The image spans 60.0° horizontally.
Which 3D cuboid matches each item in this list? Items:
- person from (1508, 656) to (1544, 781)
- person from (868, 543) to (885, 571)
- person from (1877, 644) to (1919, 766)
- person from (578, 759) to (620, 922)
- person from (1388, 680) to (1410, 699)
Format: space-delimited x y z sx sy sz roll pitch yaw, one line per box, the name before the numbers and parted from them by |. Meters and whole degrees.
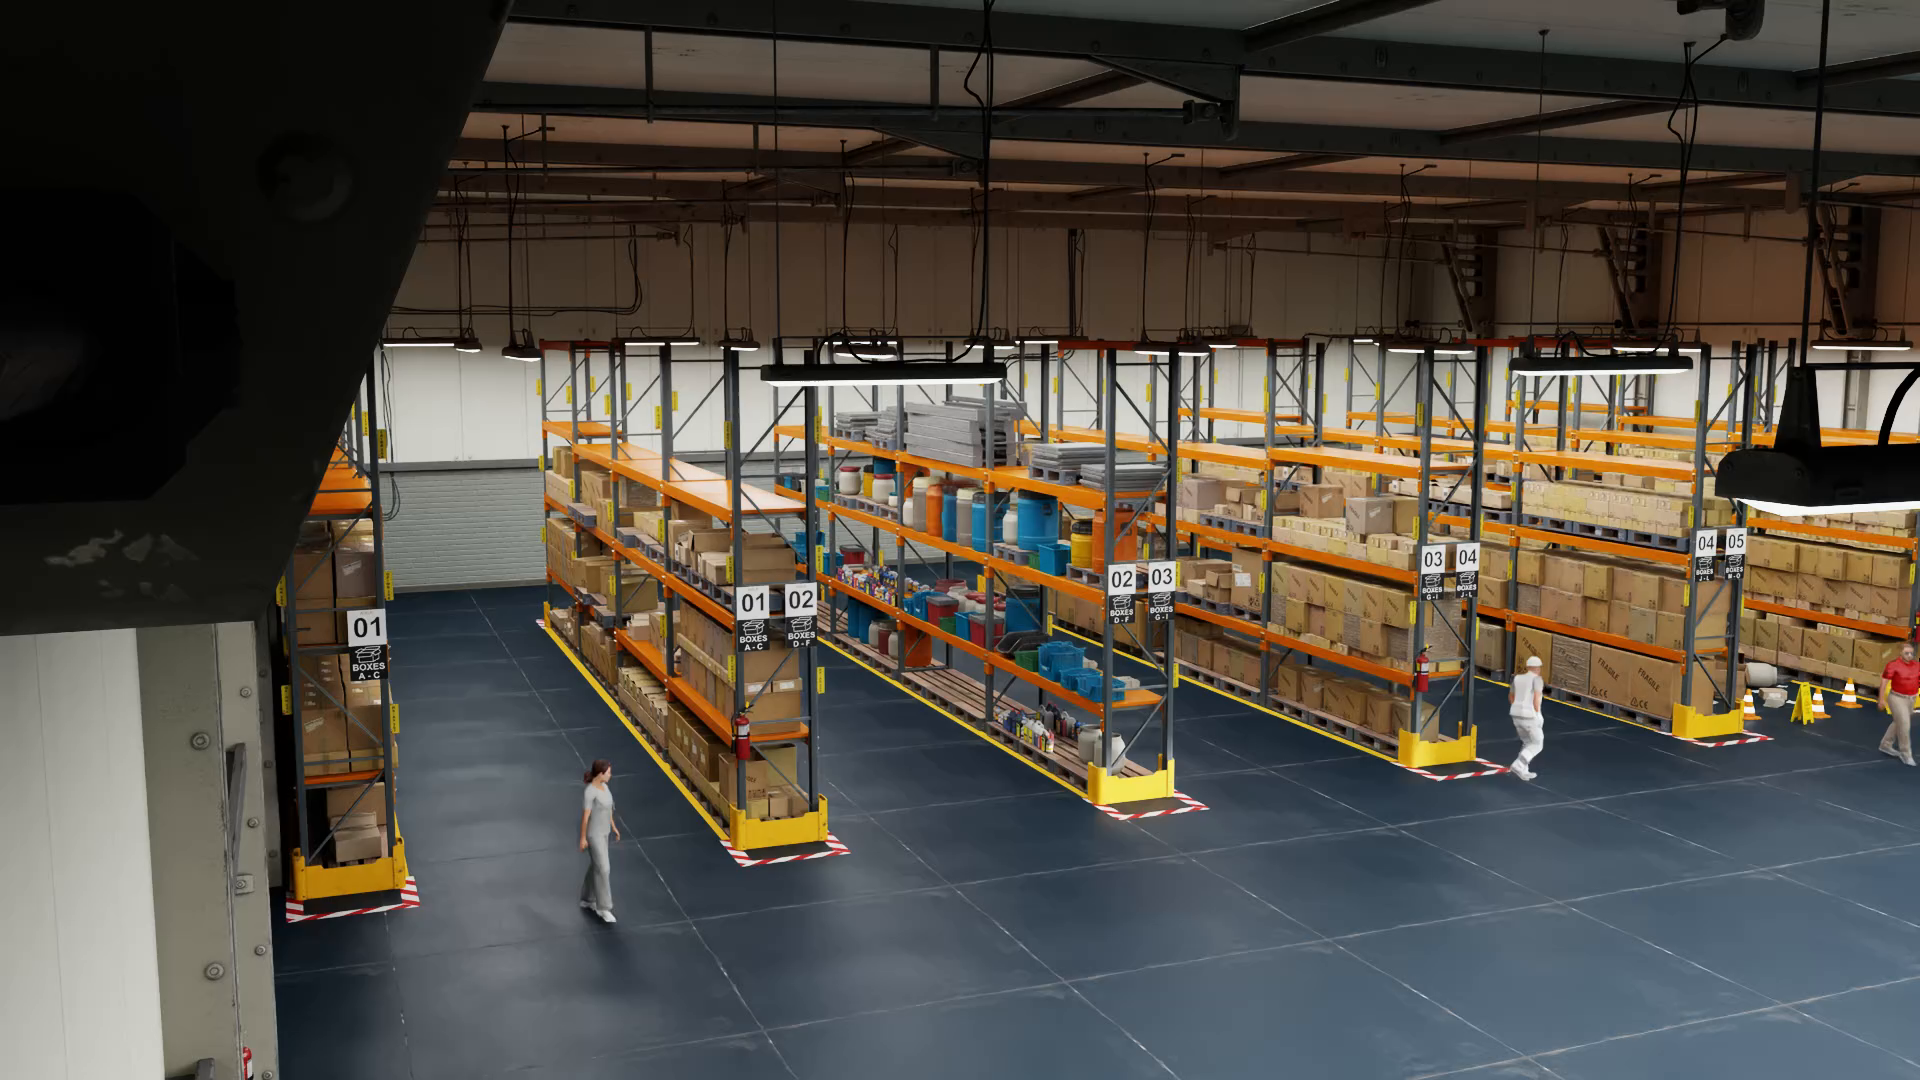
person | 7.907 2.492 23.232 0.761 1.685 0.678 -4 8 -27
person | -1.800 0.805 36.451 0.469 1.536 0.952 -3 8 -23
person | 13.697 2.376 24.149 0.563 1.779 0.691 -3 8 -21
person | -3.873 3.209 17.880 0.552 1.726 0.538 1 8 11
person | 7.252 1.938 27.325 0.543 1.864 0.481 -1 8 -11
